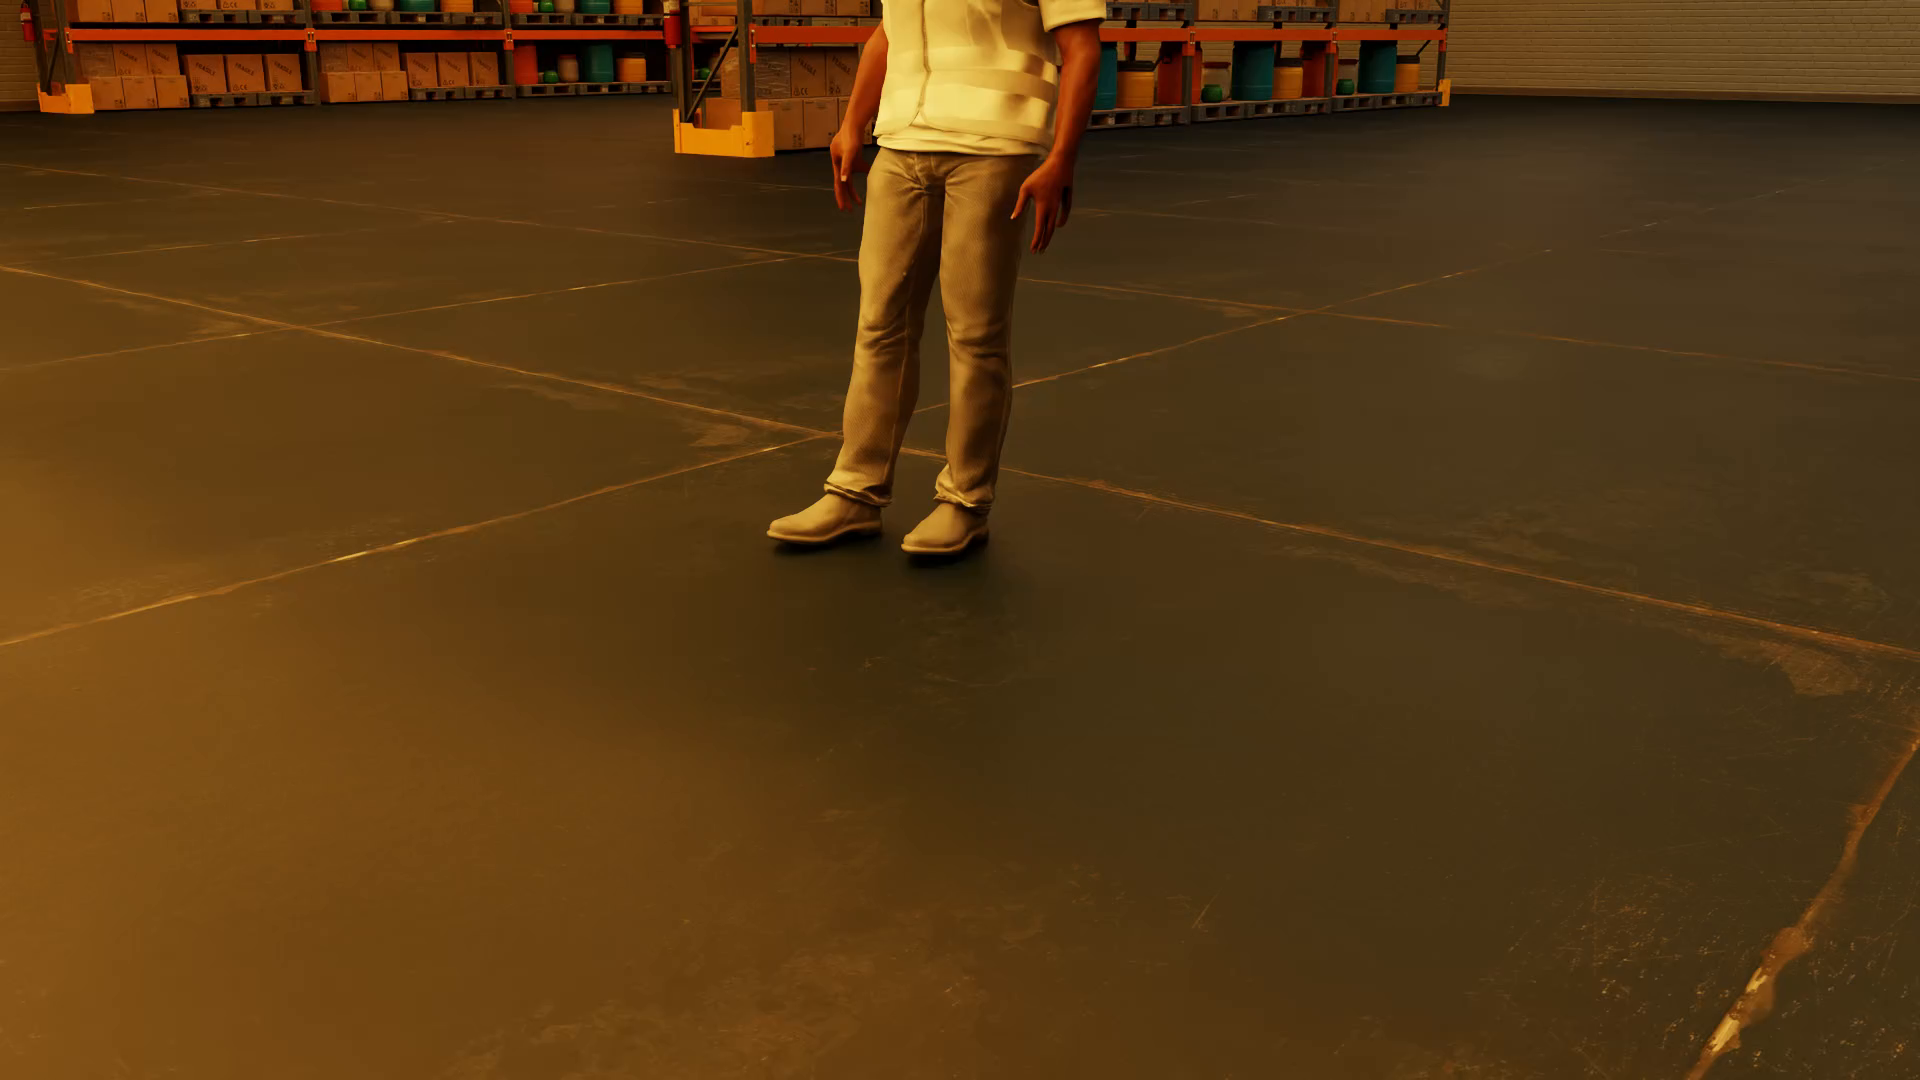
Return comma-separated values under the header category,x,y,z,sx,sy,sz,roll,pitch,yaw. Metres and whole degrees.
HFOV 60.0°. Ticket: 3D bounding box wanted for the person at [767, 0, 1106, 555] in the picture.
category,x,y,z,sx,sy,sz,roll,pitch,yaw
person,-0.049,-0.838,3.636,0.665,1.765,0.577,13,21,37
